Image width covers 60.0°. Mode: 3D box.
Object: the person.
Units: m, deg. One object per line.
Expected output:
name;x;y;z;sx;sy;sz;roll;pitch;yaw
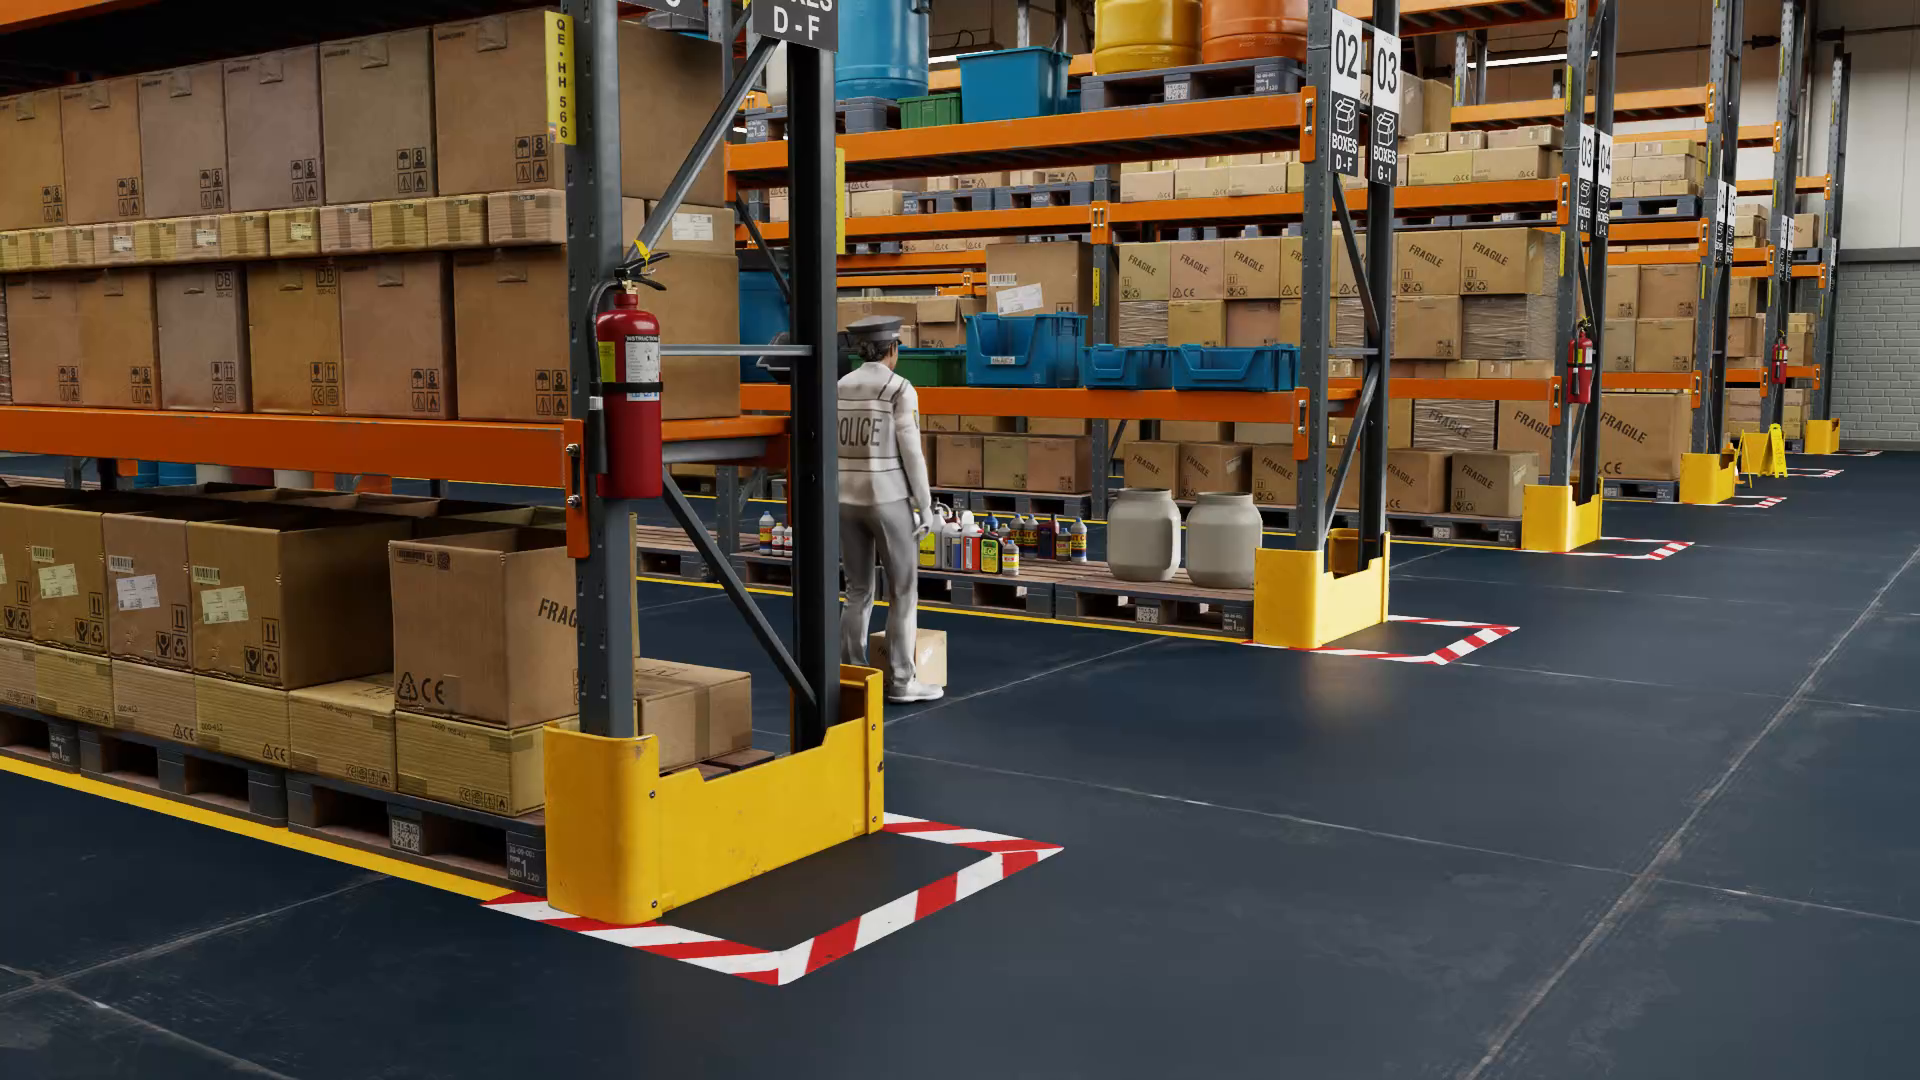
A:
person;-0.367;-0.140;7.217;0.546;1.667;0.369;4;7;31
